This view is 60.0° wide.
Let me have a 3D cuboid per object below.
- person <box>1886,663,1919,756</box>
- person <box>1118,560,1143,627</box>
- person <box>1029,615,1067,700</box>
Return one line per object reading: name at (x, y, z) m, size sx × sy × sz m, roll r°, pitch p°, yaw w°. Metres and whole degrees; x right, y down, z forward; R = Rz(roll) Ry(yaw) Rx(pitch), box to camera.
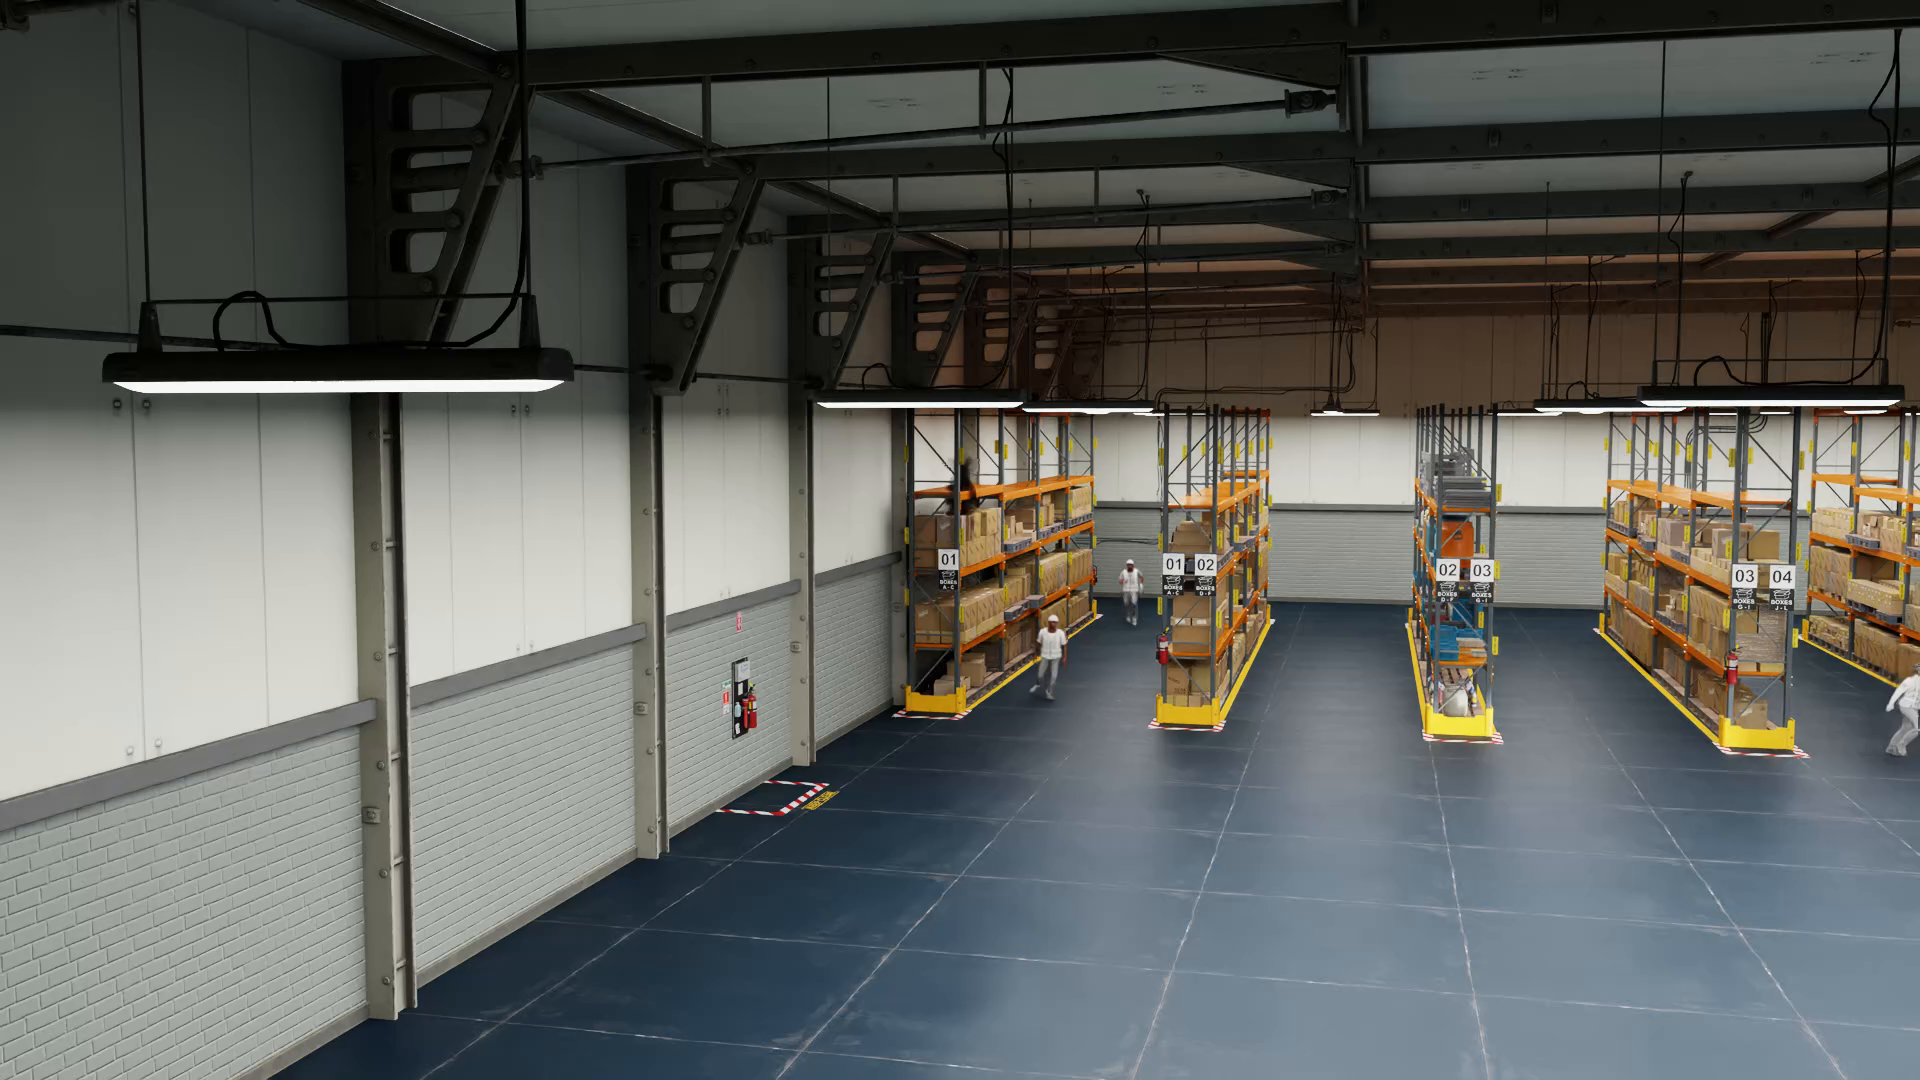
person at (16.105, 2.859, 28.096) m, size 0.554 × 1.612 × 0.722 m, roll -3°, pitch 5°, yaw -35°
person at (4.743, 1.458, 46.224) m, size 0.672 × 1.822 × 0.805 m, roll 1°, pitch 4°, yaw 10°
person at (1.801, 2.382, 33.965) m, size 0.784 × 1.721 × 0.568 m, roll 0°, pitch 4°, yaw 6°
